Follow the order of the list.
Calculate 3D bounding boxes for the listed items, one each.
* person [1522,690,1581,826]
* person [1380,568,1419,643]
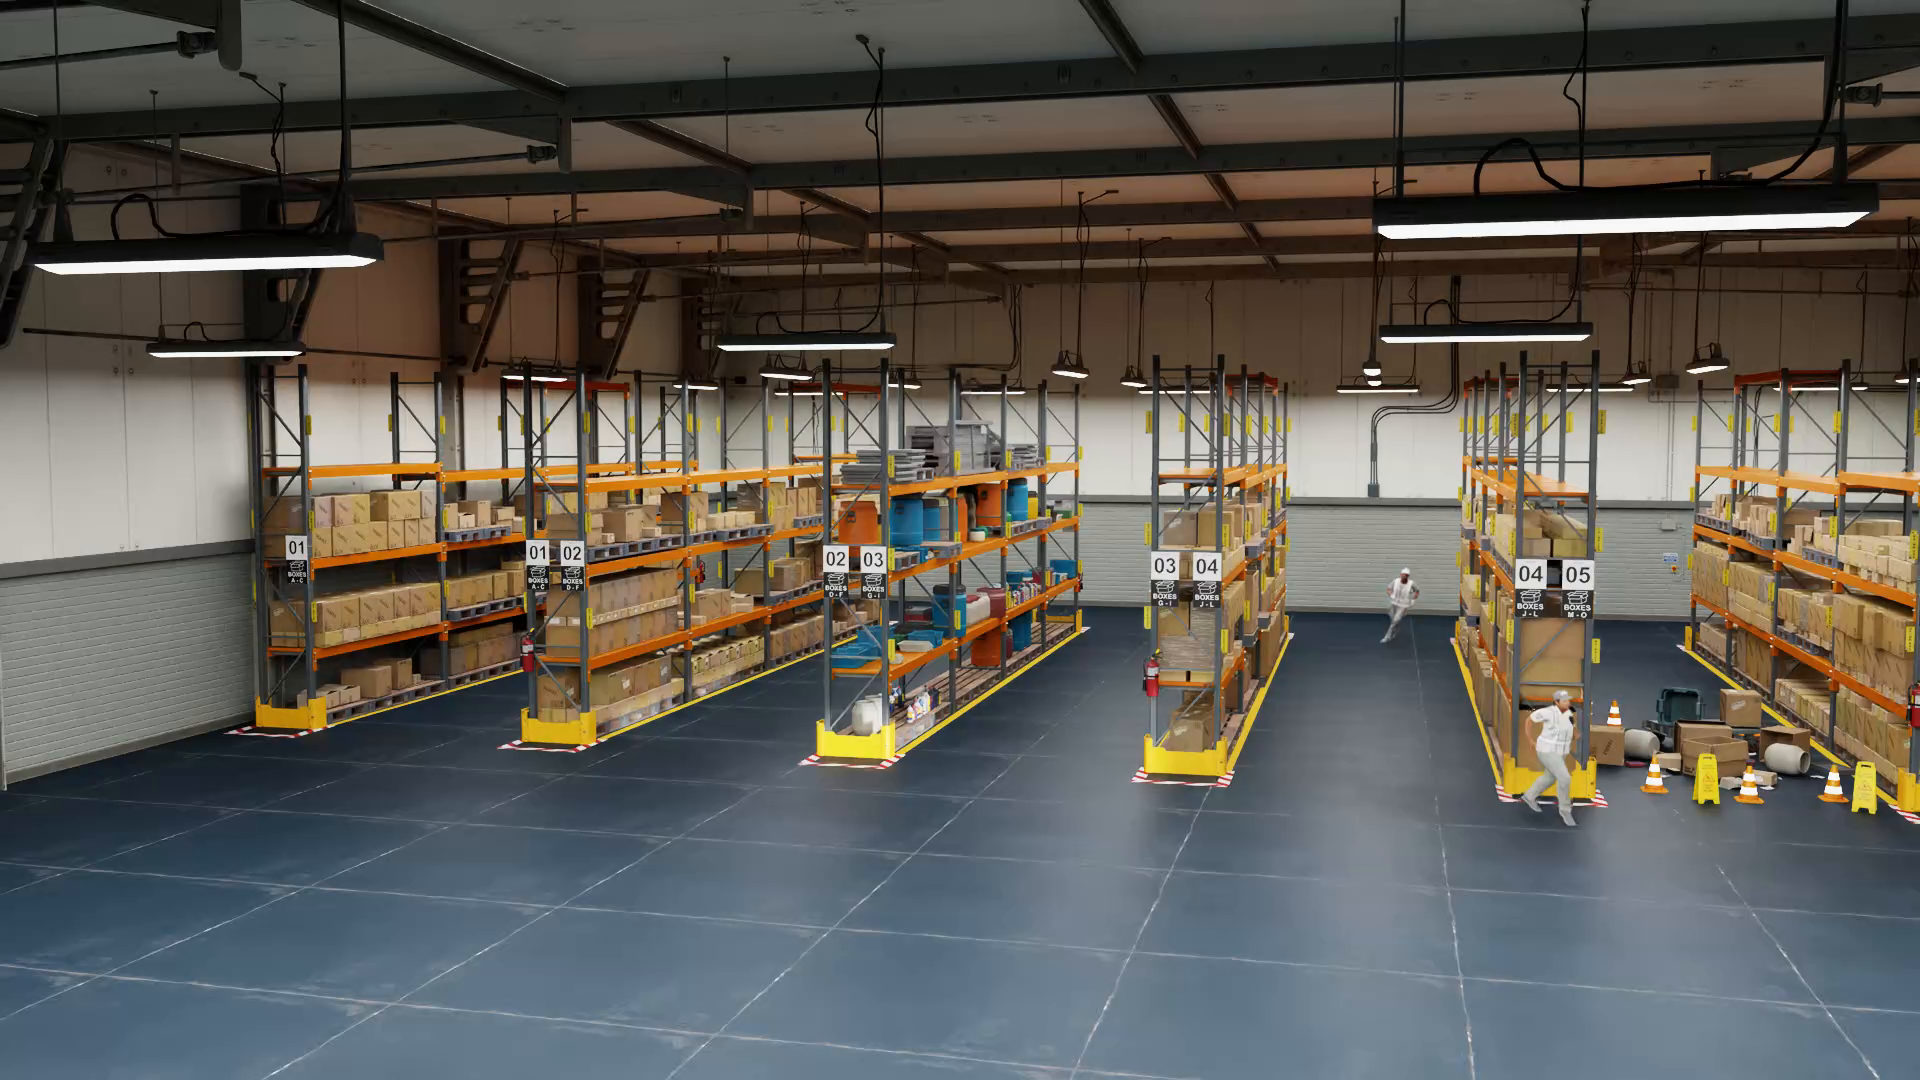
[{"bbox_3d":[7.489,2.732,21.107,0.613,1.713,0.853,-2,5,-32],"label":"person"},{"bbox_3d":[10.148,1.497,38.265,0.741,1.714,1.007,3,5,33],"label":"person"}]
